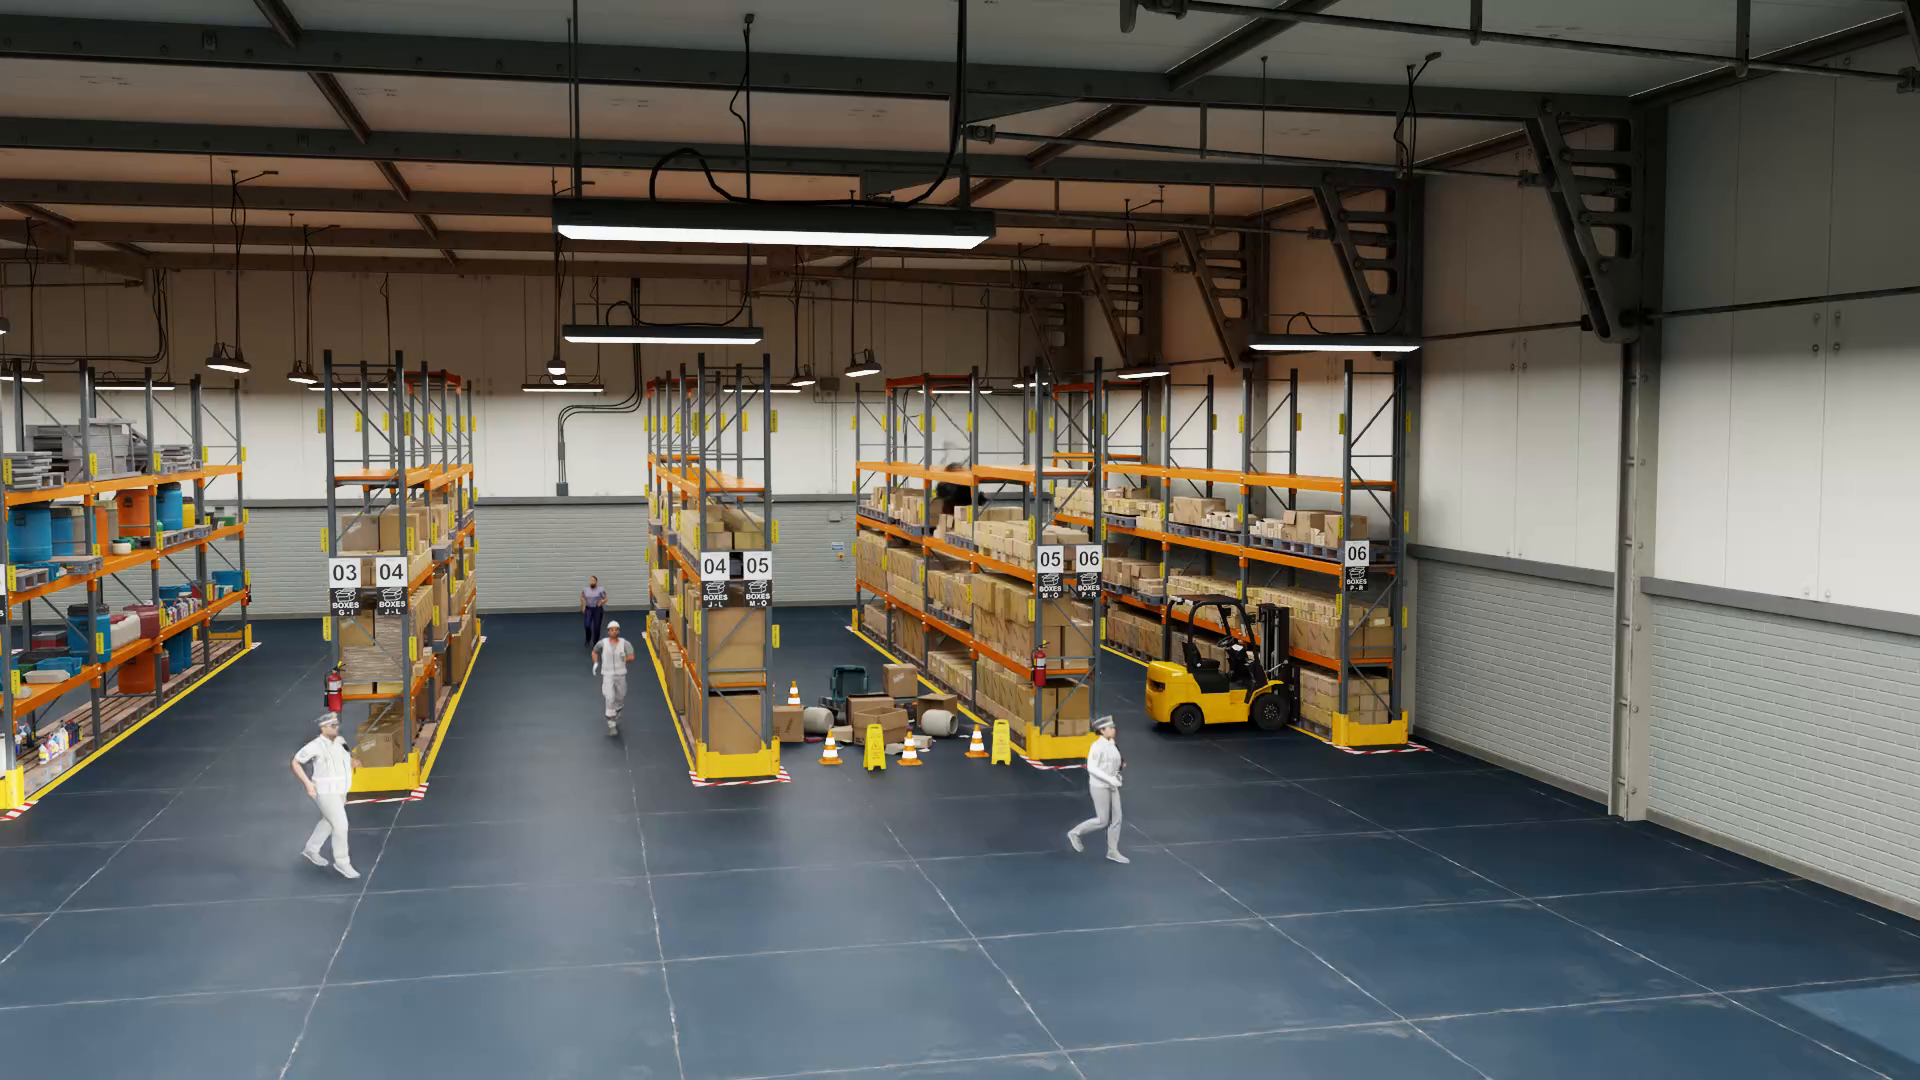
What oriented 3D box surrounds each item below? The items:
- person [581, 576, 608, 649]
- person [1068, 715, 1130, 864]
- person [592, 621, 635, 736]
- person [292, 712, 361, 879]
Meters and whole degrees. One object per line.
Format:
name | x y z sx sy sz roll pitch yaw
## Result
person | -8.159 1.614 37.073 0.606 1.632 0.619 -1 4 -9
person | 1.619 2.841 19.122 0.737 1.696 0.644 2 5 30
person | -5.599 2.204 26.918 0.659 1.786 0.980 -1 4 -19
person | -7.011 2.825 18.505 0.827 1.839 0.640 1 4 13
